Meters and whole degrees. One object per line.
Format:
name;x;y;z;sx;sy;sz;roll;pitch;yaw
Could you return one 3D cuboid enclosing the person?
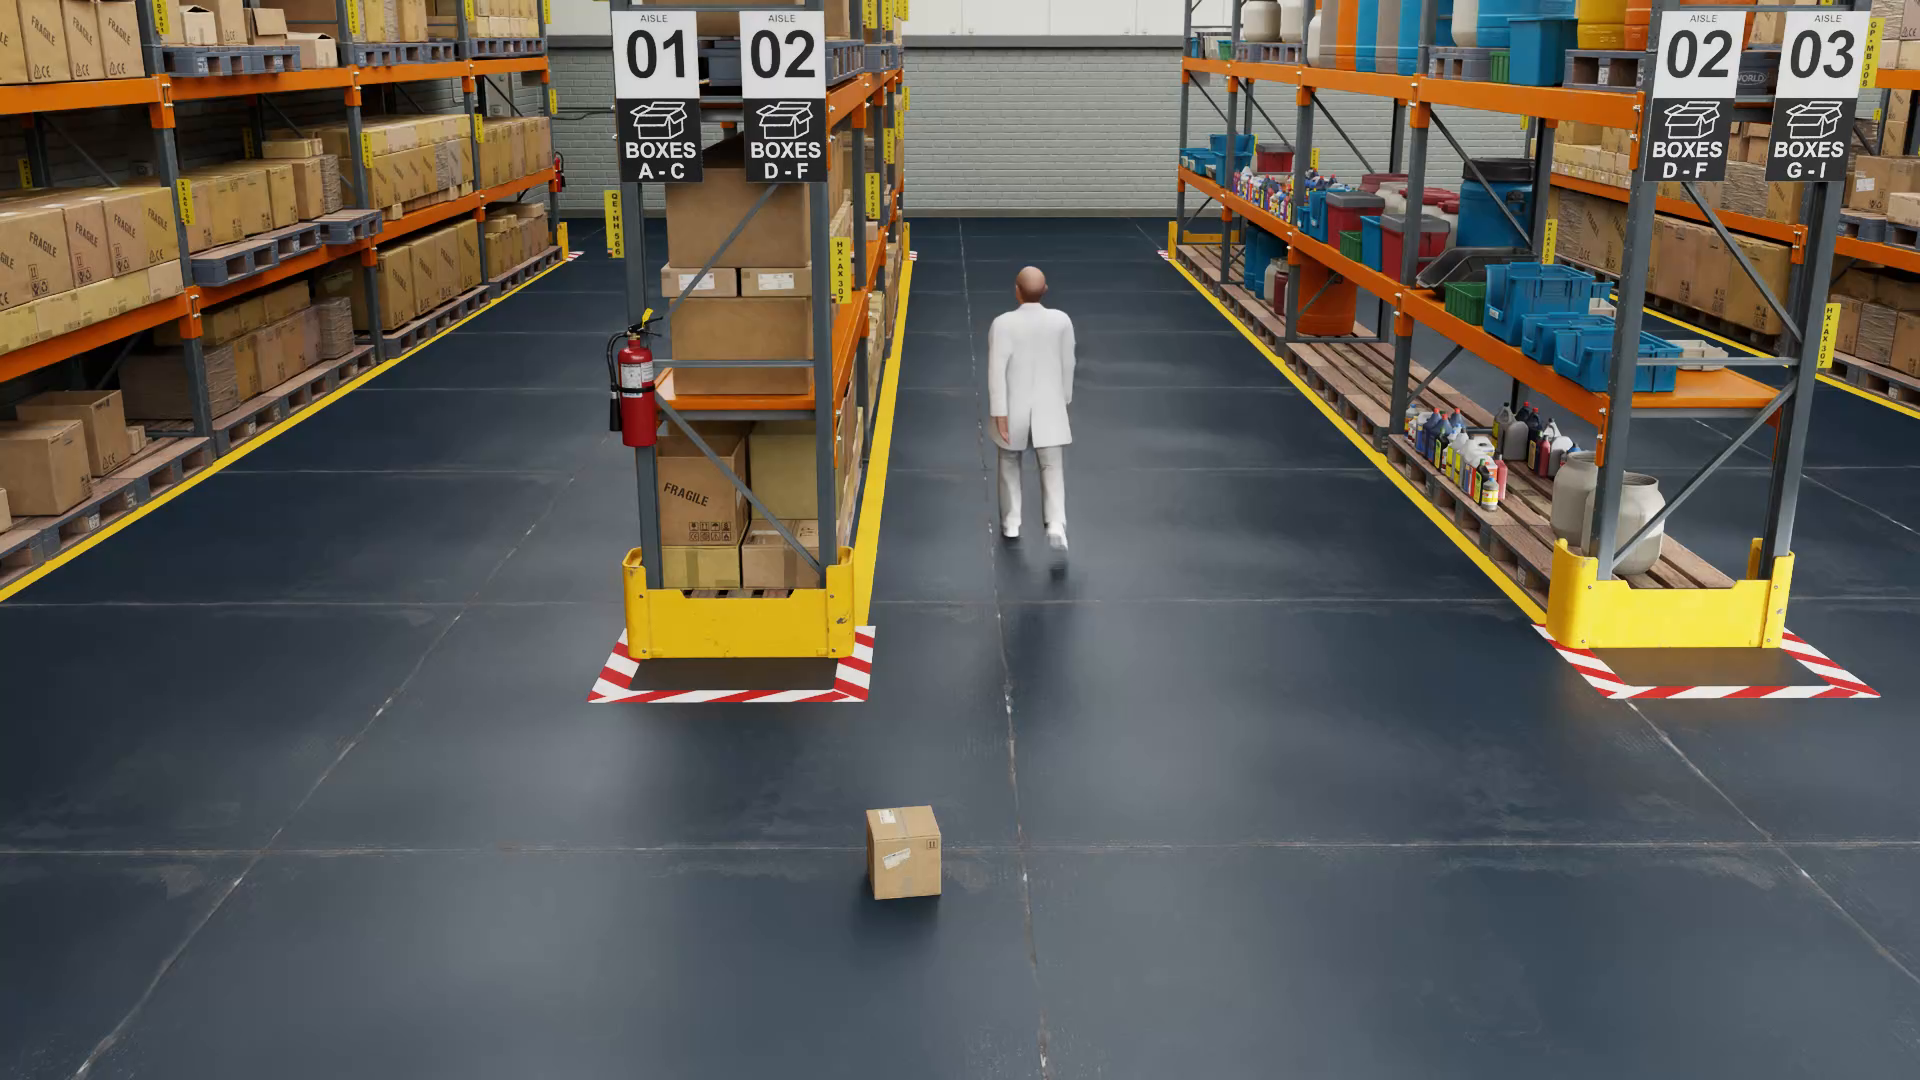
person;0.437;-0.806;10.200;0.549;1.738;1.060;-1;17;-3
